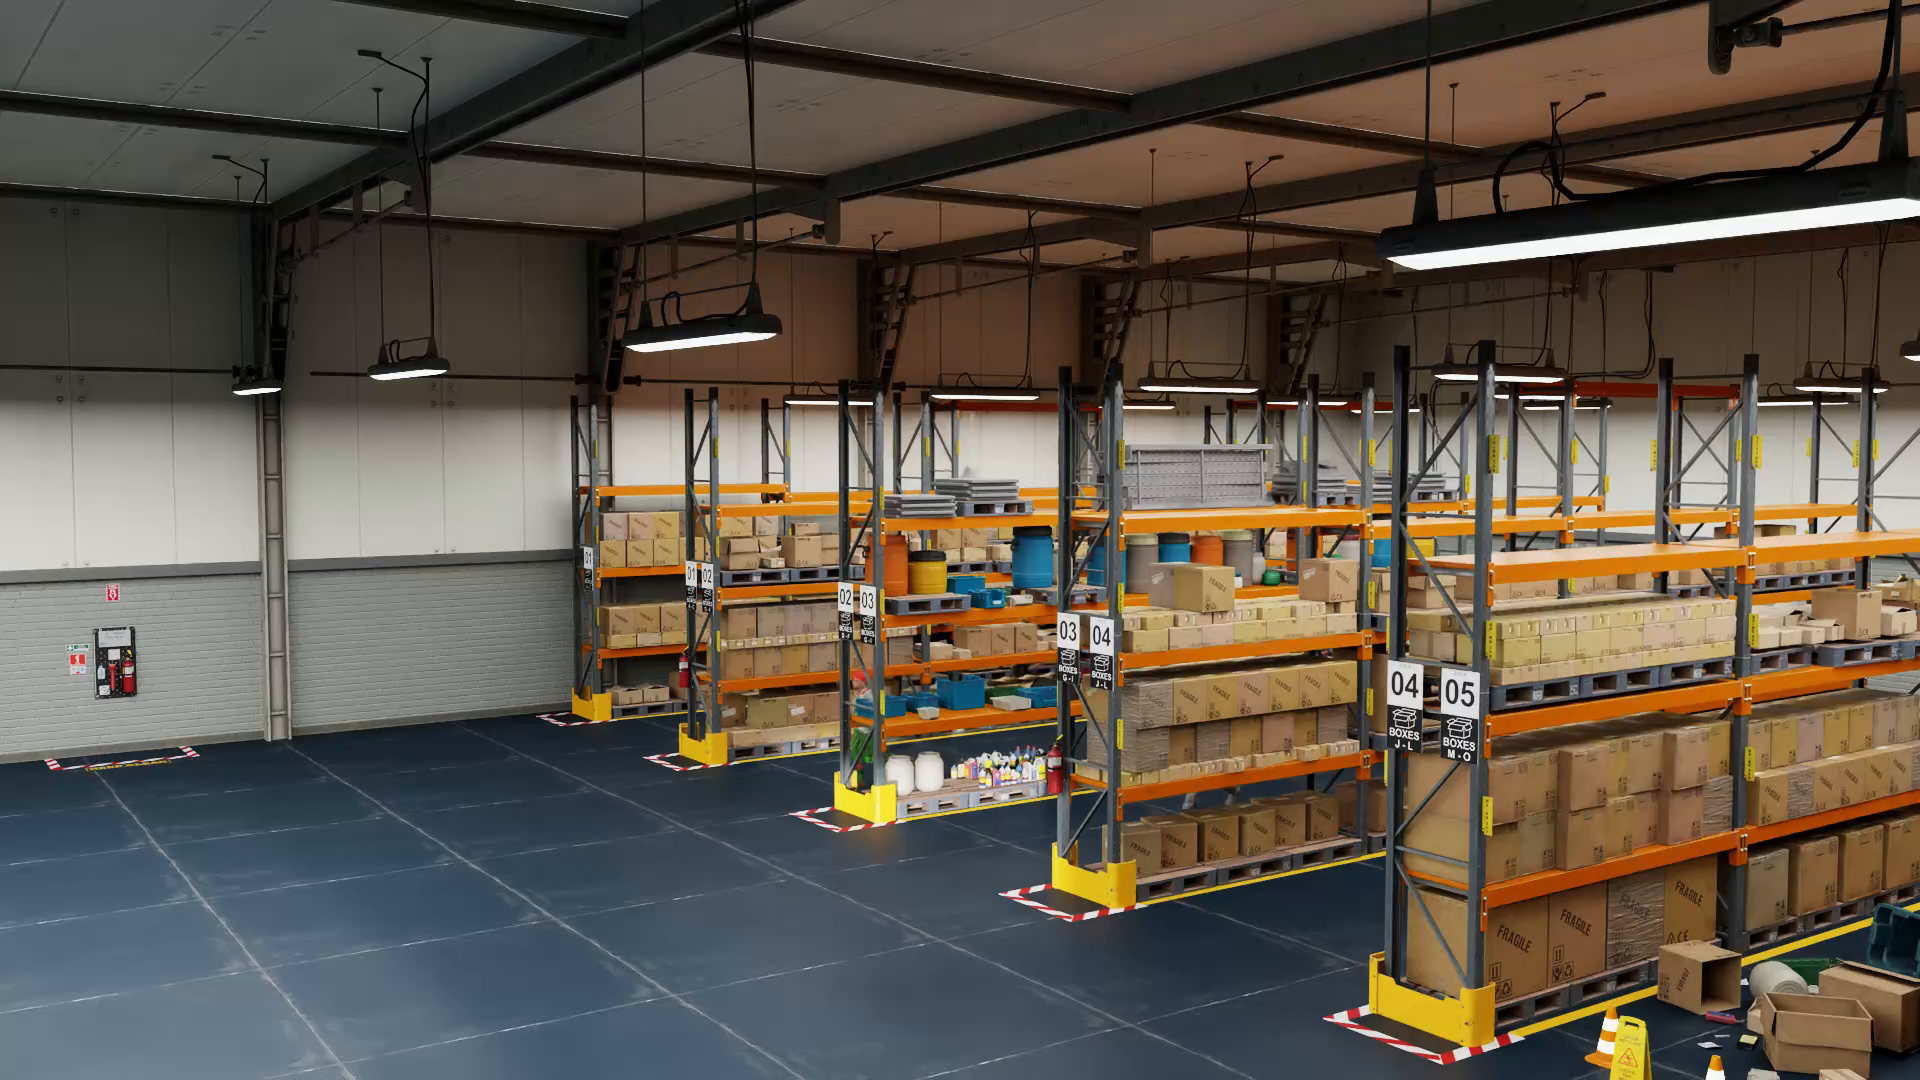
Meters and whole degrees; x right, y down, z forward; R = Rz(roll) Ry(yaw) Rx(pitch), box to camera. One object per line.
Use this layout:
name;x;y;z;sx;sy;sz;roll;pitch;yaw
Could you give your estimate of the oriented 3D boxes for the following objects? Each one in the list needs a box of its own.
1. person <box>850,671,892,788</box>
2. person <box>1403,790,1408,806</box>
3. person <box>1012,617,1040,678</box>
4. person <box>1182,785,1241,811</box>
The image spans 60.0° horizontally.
person;-1.366;2.818;24.788;0.786;1.749;0.678;-2;4;-34
person;5.178;3.245;18.187;0.706;1.680;0.679;3;4;37
person;1.302;2.280;33.452;0.710;1.735;0.704;-3;5;-41
person;3.428;2.925;22.674;1.114;1.789;0.624;-3;5;-43
